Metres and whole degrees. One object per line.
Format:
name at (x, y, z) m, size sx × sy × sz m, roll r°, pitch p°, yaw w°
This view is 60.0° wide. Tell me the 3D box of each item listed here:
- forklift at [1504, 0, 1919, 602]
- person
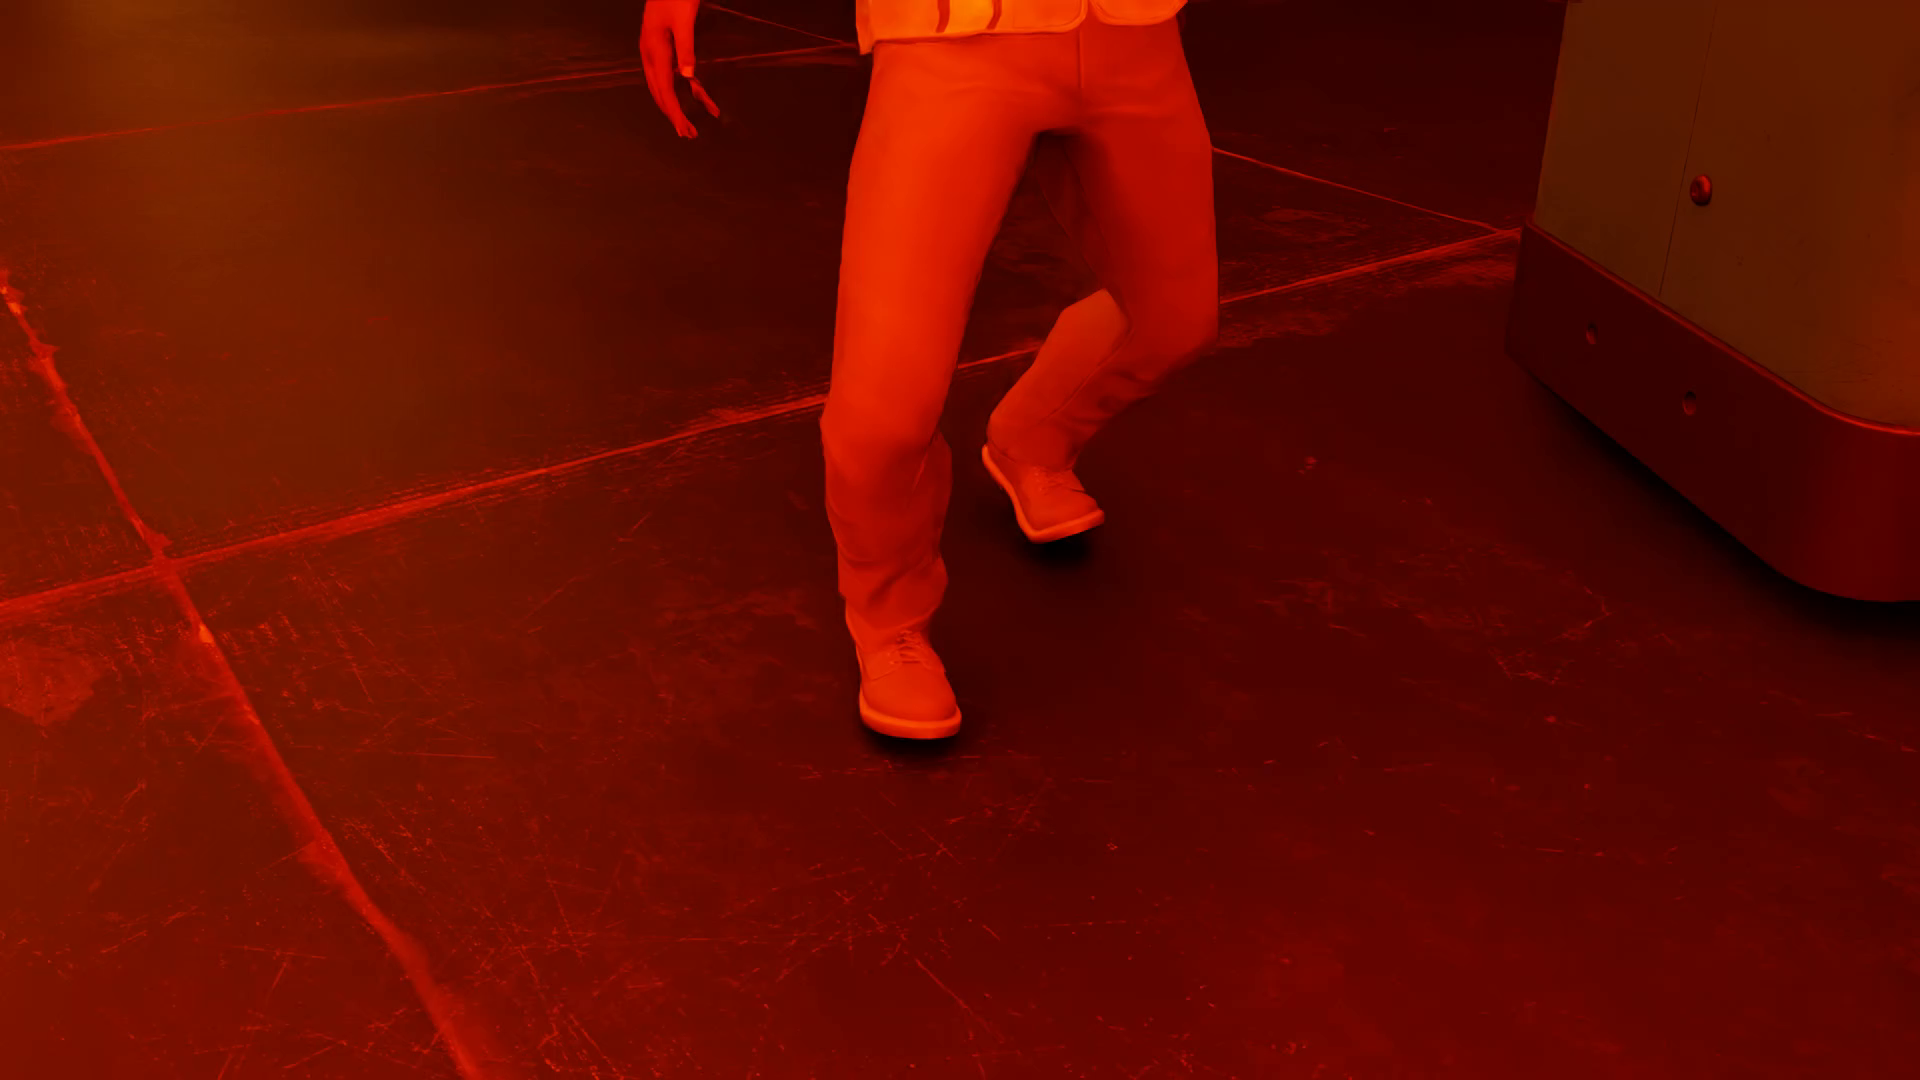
forklift at (2.548, -1.483, 2.187) m, size 3.031 × 2.935 × 1.130 m, roll -4°, pitch 27°, yaw -7°
person at (0.027, -0.527, 1.822) m, size 0.789 × 1.524 × 0.830 m, roll -17°, pitch 31°, yaw -30°
